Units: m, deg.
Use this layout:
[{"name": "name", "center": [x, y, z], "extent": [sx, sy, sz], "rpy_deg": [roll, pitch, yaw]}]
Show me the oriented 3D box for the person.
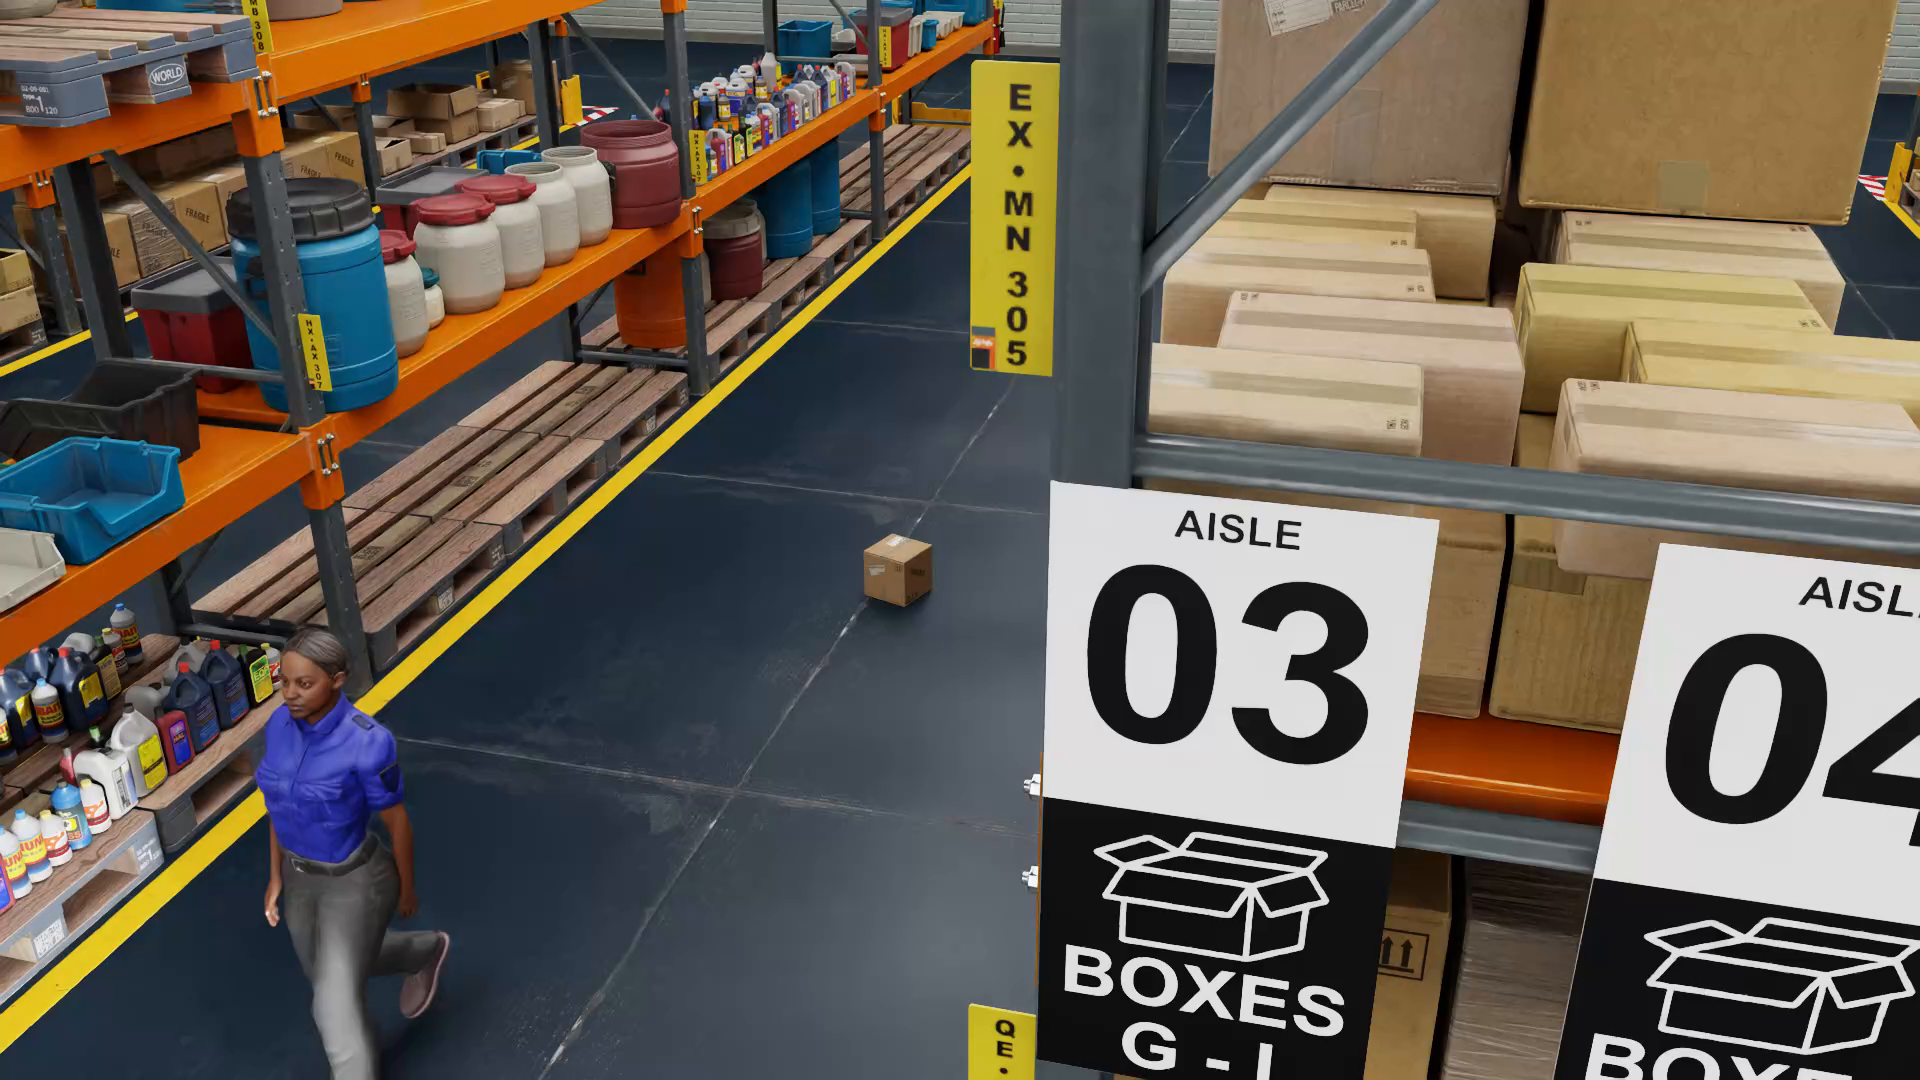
[{"name": "person", "center": [-1.840, 0.995, 5.003], "extent": [0.432, 1.617, 0.817], "rpy_deg": [13, 28, 26]}]
